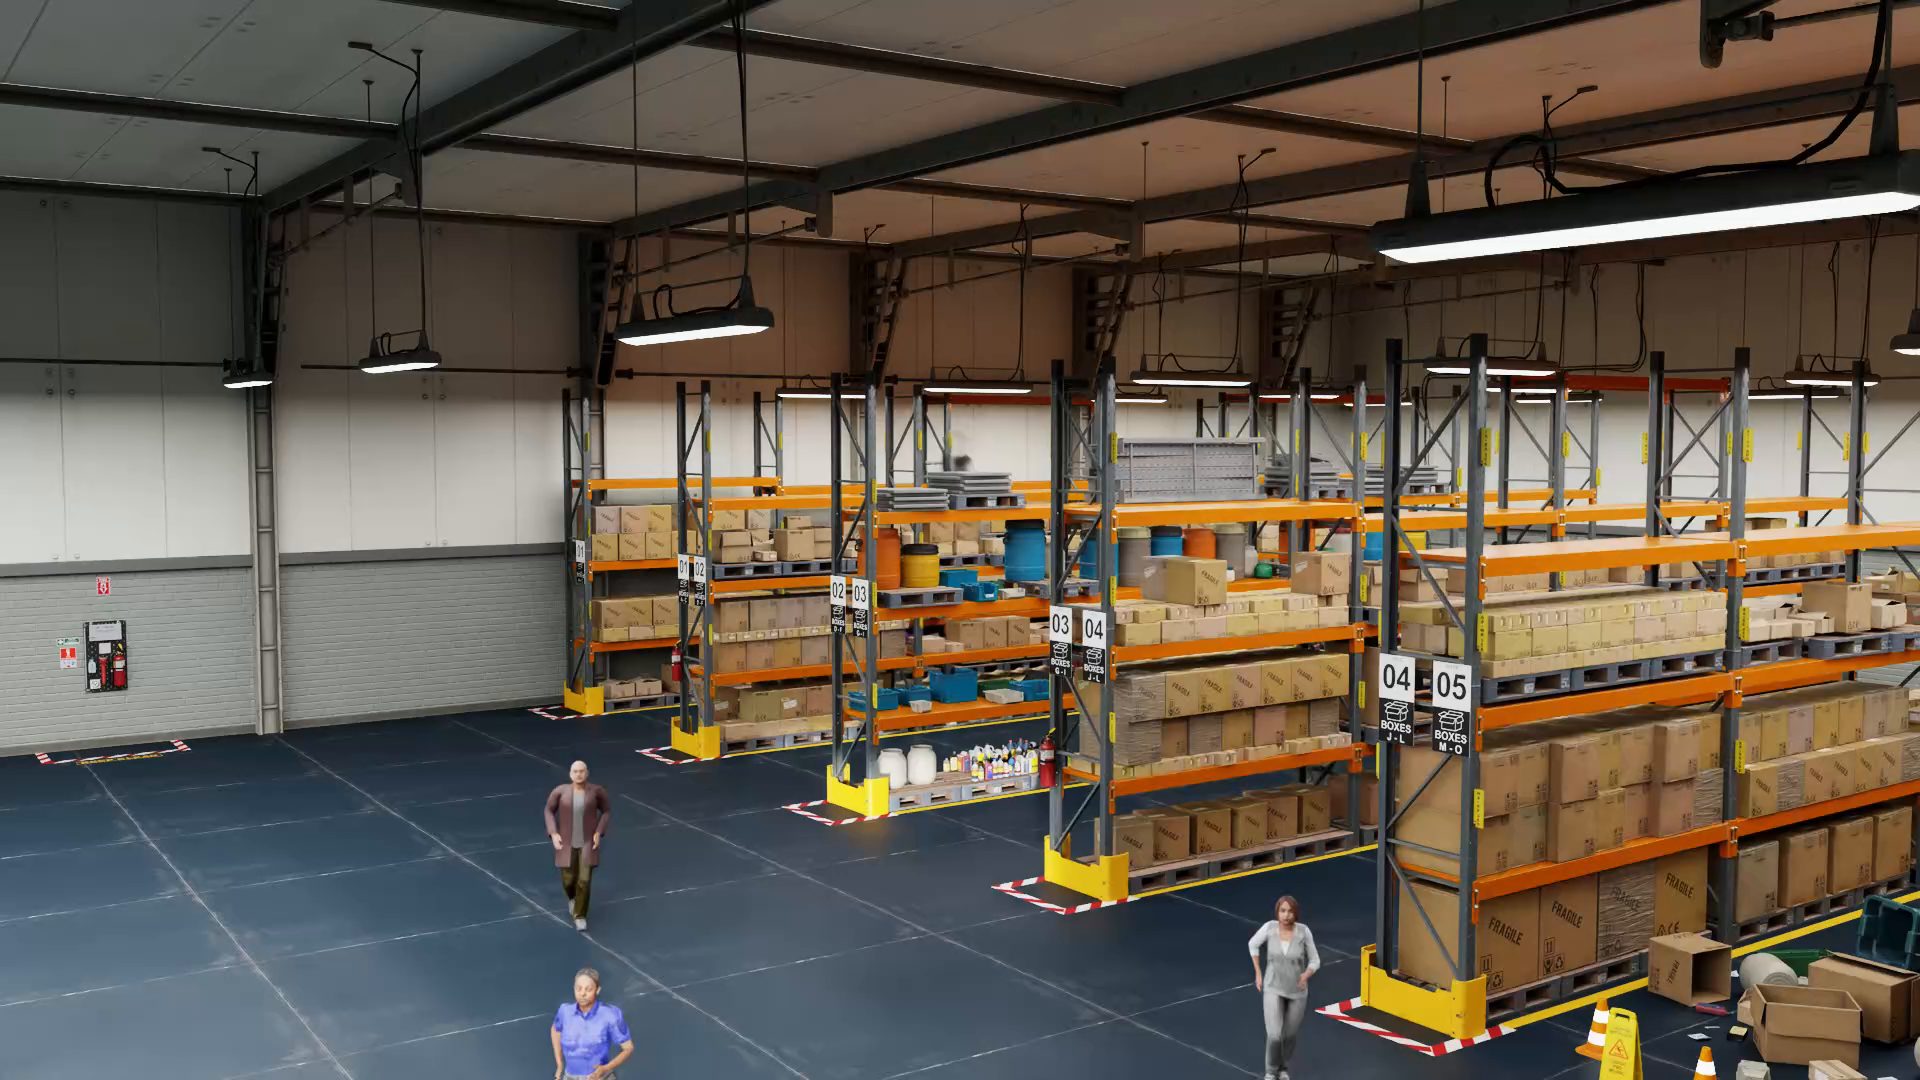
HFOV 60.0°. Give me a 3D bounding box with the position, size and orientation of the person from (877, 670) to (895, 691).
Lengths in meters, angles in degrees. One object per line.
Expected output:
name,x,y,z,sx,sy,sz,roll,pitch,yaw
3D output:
person,-1.564,2.289,30.952,0.956,1.762,0.700,-3,5,-39

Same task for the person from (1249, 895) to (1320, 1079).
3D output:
person,2.528,3.540,12.933,0.534,1.583,0.645,0,4,6

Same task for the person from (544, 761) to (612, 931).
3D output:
person,-4.011,3.177,17.474,0.703,1.743,0.630,-1,4,-10

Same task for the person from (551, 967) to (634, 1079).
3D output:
person,-2.426,3.641,10.953,0.574,1.672,0.844,0,4,-5

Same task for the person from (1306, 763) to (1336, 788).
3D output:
person,5.037,2.775,23.641,0.634,1.736,0.710,-3,5,-37
